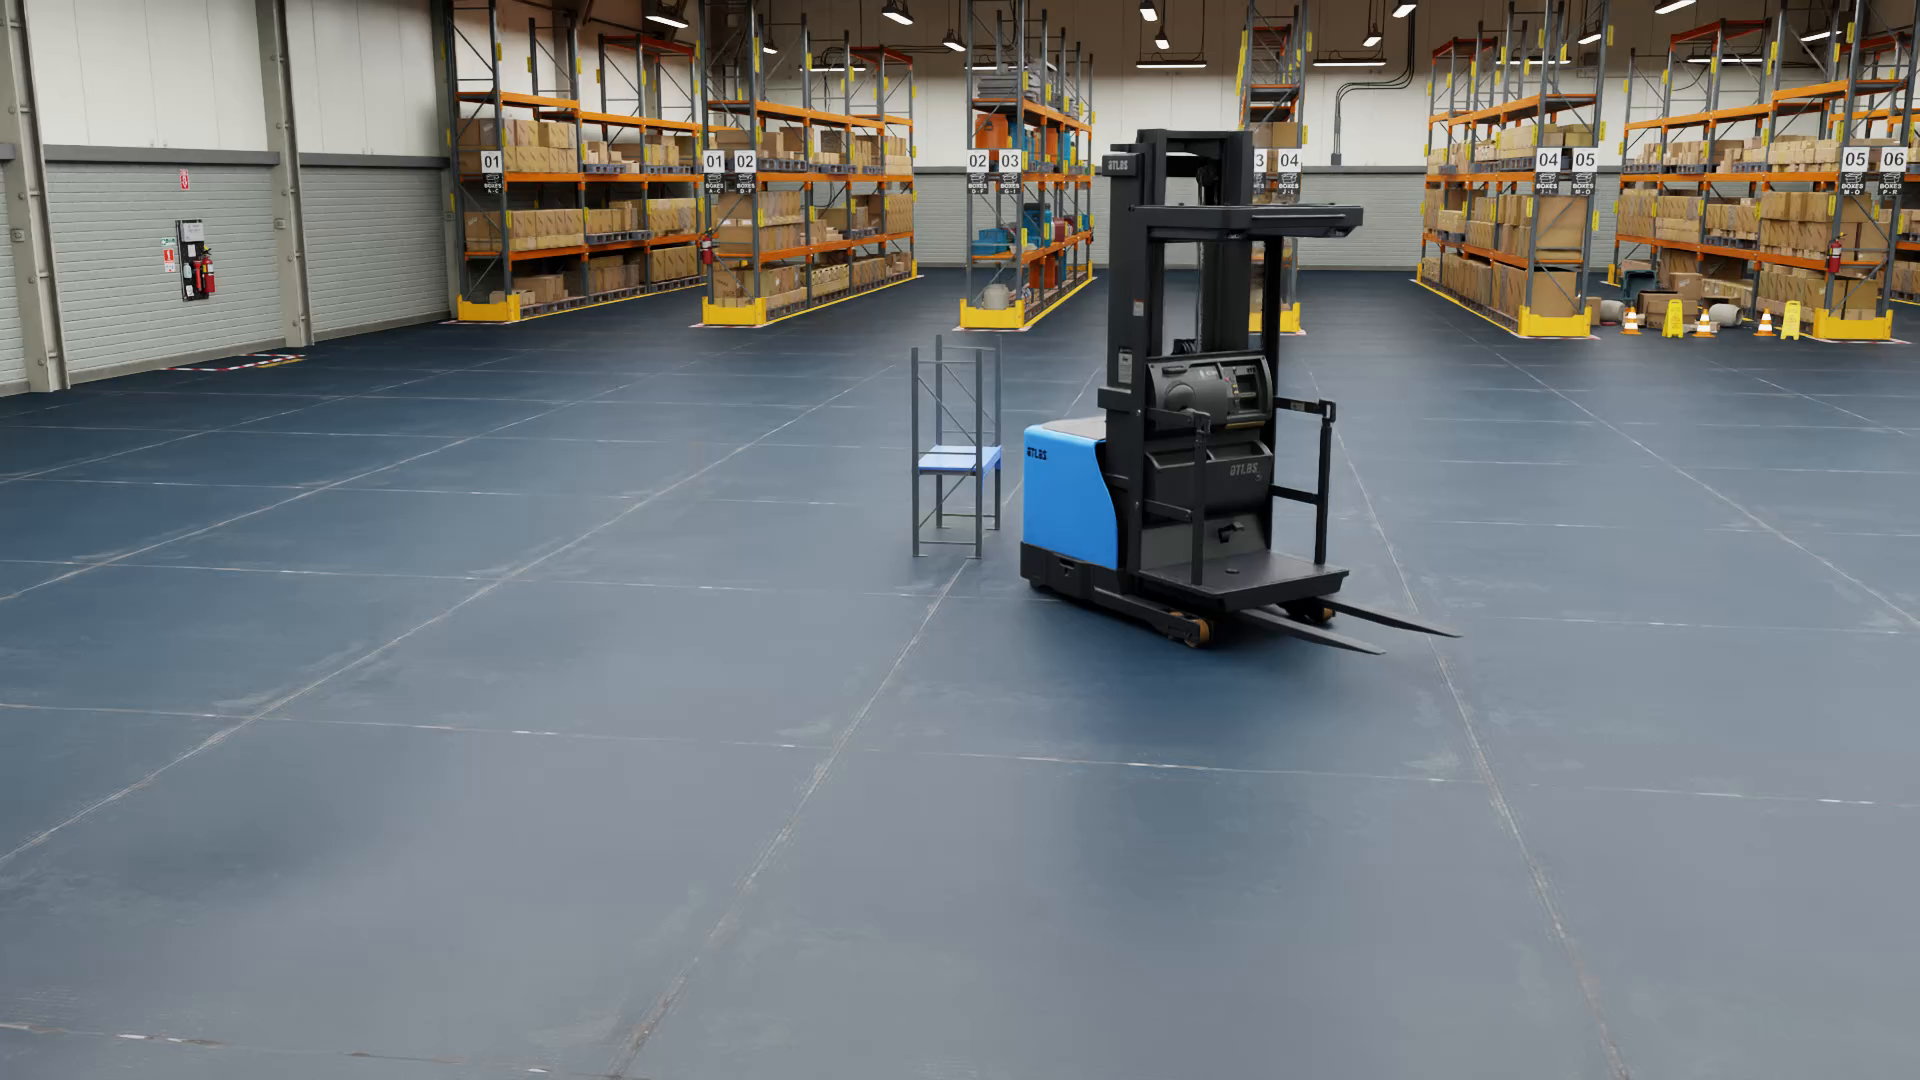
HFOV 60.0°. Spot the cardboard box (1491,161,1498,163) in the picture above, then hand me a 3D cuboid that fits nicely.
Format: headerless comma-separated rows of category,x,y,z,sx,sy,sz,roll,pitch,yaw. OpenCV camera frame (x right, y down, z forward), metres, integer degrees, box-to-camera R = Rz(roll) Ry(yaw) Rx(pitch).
cardboard box,11.988,-8.353,36.775,0.500,0.500,0.500,2,12,9

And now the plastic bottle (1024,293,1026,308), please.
plastic bottle,1.267,-4.705,32.611,0.061,0.283,0.133,2,12,10

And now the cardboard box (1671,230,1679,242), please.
cardboard box,16.572,-6.947,37.963,0.500,0.250,0.500,2,12,8

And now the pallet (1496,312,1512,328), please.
pallet,10.642,-4.121,31.116,1.003,0.211,1.213,2,12,9

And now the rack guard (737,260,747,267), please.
rack guard,-6.698,-7.839,47.681,1.175,0.500,0.348,2,12,9

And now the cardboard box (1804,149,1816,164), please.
cardboard box,15.279,-6.789,29.407,0.500,0.250,0.500,2,12,10

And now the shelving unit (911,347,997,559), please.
shelving unit,-0.014,-0.714,12.249,0.500,1.500,1.039,2,12,9

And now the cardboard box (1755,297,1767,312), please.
cardboard box,15.571,-4.503,31.796,0.500,0.250,0.500,1,12,6

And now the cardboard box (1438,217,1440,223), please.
cardboard box,11.737,-7.721,40.093,0.380,0.149,0.250,2,12,10

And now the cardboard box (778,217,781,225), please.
cardboard box,-3.756,-6.326,32.951,0.380,0.149,0.250,2,12,9

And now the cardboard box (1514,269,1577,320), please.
cardboard box,10.446,-4.372,29.707,0.875,0.875,0.875,2,12,9

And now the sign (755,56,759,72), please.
sign,-4.190,-9.841,34.394,0.100,0.325,0.005,2,12,9

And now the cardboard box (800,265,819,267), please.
cardboard box,-3.480,-6.157,38.142,0.500,0.311,0.500,2,12,7

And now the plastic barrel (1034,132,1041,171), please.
plastic barrel,1.517,-8.617,37.049,0.600,0.901,0.600,0,12,0

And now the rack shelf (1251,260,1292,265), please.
rack shelf,5.829,-5.379,31.699,0.831,0.071,3.687,2,12,9

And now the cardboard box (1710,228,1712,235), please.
cardboard box,16.310,-6.609,35.640,0.380,0.149,0.250,1,12,5

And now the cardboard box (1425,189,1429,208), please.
cardboard box,12.536,-8.991,43.777,0.500,0.500,0.500,2,12,8

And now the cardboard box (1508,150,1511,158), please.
cardboard box,10.475,-7.216,31.098,0.380,0.149,0.250,2,12,8

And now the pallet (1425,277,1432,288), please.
pallet,12.506,-6.593,42.583,1.003,0.211,1.213,2,12,9

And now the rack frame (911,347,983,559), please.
rack frame,-0.091,-0.610,11.762,0.500,1.500,0.032,2,12,9

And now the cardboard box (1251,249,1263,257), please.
cardboard box,5.361,-5.187,30.039,0.380,0.149,0.250,2,12,9

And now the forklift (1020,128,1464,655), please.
forklift,1.630,-0.926,9.833,1.130,2.935,3.031,-8,14,-33

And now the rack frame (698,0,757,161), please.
rack frame,-4.267,-8.498,30.567,1.000,3.000,0.127,2,12,9

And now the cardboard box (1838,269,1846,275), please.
cardboard box,22.141,-6.669,41.255,0.500,0.500,0.500,2,12,10

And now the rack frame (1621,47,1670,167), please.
rack frame,17.774,-11.186,43.039,1.000,3.000,0.127,2,12,9

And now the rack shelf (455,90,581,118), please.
rack shelf,-8.854,-8.721,33.316,1.077,0.370,4.000,2,12,9

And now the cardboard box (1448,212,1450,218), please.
cardboard box,11.460,-7.487,38.301,0.380,0.149,0.250,2,12,11

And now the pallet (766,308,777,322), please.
pallet,-4.191,-4.363,32.238,1.003,0.211,1.213,2,12,9

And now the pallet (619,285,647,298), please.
pallet,-8.053,-5.865,39.207,1.003,0.211,1.213,2,12,9

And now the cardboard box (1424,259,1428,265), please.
cardboard box,12.362,-7.288,43.547,0.380,0.149,0.250,2,12,8

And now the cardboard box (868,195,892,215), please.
cardboard box,-2.071,-8.690,43.087,0.500,0.500,0.500,2,12,10

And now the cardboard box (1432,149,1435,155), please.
cardboard box,12.384,-10.008,42.915,0.380,0.149,0.250,2,12,9

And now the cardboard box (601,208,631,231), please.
cardboard box,-8.053,-7.439,38.611,0.700,0.500,0.500,1,12,3

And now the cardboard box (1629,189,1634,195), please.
cardboard box,17.300,-8.881,42.431,0.380,0.149,0.250,1,12,7

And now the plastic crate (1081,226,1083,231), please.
plastic crate,3.141,-8.460,45.112,0.396,0.136,0.243,2,12,9

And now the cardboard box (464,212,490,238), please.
cardboard box,-9.300,-6.133,32.362,0.500,0.500,0.500,2,12,8

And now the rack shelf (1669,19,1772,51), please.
rack shelf,16.851,-11.210,36.969,1.077,0.370,4.000,2,12,9

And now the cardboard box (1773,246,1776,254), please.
cardboard box,15.565,-5.467,31.337,0.380,0.149,0.250,2,12,8

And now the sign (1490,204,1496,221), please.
sign,10.484,-6.438,32.685,0.100,0.325,0.005,2,12,9

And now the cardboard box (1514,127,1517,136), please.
cardboard box,10.396,-7.501,30.528,0.380,0.149,0.250,2,12,8

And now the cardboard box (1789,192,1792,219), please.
cardboard box,15.452,-6.033,30.052,0.700,0.500,0.500,2,12,8

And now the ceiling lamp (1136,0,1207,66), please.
ceiling lamp,5.989,-15.019,46.868,2.000,3.144,0.800,2,12,9

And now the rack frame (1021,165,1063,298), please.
rack frame,1.857,-7.070,38.178,1.000,3.000,0.127,2,12,9

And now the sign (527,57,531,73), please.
sign,-9.096,-10.042,35.135,0.100,0.325,0.005,2,12,9

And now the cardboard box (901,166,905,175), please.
cardboard box,-1.776,-9.966,44.851,0.500,0.250,0.500,2,12,9

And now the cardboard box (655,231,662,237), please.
cardboard box,-7.480,-7.443,40.461,0.380,0.149,0.250,2,12,10

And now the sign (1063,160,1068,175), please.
sign,2.402,-8.469,37.797,0.100,0.325,0.005,2,12,9

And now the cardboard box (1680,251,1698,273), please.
cardboard box,16.873,-6.081,37.639,0.875,0.875,0.875,2,12,9

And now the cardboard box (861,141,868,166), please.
cardboard box,-2.652,-9.591,41.284,0.600,0.600,0.600,2,12,8

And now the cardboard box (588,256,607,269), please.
cardboard box,-8.309,-6.272,37.584,0.500,0.250,0.500,2,12,7

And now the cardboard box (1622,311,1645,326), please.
cardboard box,12.577,-4.141,31.077,0.396,0.266,0.258,4,13,18

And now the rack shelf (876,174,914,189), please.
rack shelf,-2.114,-9.595,44.482,1.077,0.370,4.000,2,12,9

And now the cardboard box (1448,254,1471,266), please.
cardboard box,11.715,-6.548,38.913,0.500,0.250,0.500,2,12,11

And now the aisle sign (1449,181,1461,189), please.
aisle sign,13.175,-9.669,44.069,0.394,0.787,0.004,2,12,9

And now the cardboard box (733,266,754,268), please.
cardboard box,-4.261,-5.227,33.379,0.500,0.500,0.500,2,12,9

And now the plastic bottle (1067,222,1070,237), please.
plastic bottle,2.626,-7.638,40.931,0.144,0.351,0.185,2,12,9

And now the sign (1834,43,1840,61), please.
sign,16.462,-9.162,31.242,0.100,0.325,0.005,2,12,9
